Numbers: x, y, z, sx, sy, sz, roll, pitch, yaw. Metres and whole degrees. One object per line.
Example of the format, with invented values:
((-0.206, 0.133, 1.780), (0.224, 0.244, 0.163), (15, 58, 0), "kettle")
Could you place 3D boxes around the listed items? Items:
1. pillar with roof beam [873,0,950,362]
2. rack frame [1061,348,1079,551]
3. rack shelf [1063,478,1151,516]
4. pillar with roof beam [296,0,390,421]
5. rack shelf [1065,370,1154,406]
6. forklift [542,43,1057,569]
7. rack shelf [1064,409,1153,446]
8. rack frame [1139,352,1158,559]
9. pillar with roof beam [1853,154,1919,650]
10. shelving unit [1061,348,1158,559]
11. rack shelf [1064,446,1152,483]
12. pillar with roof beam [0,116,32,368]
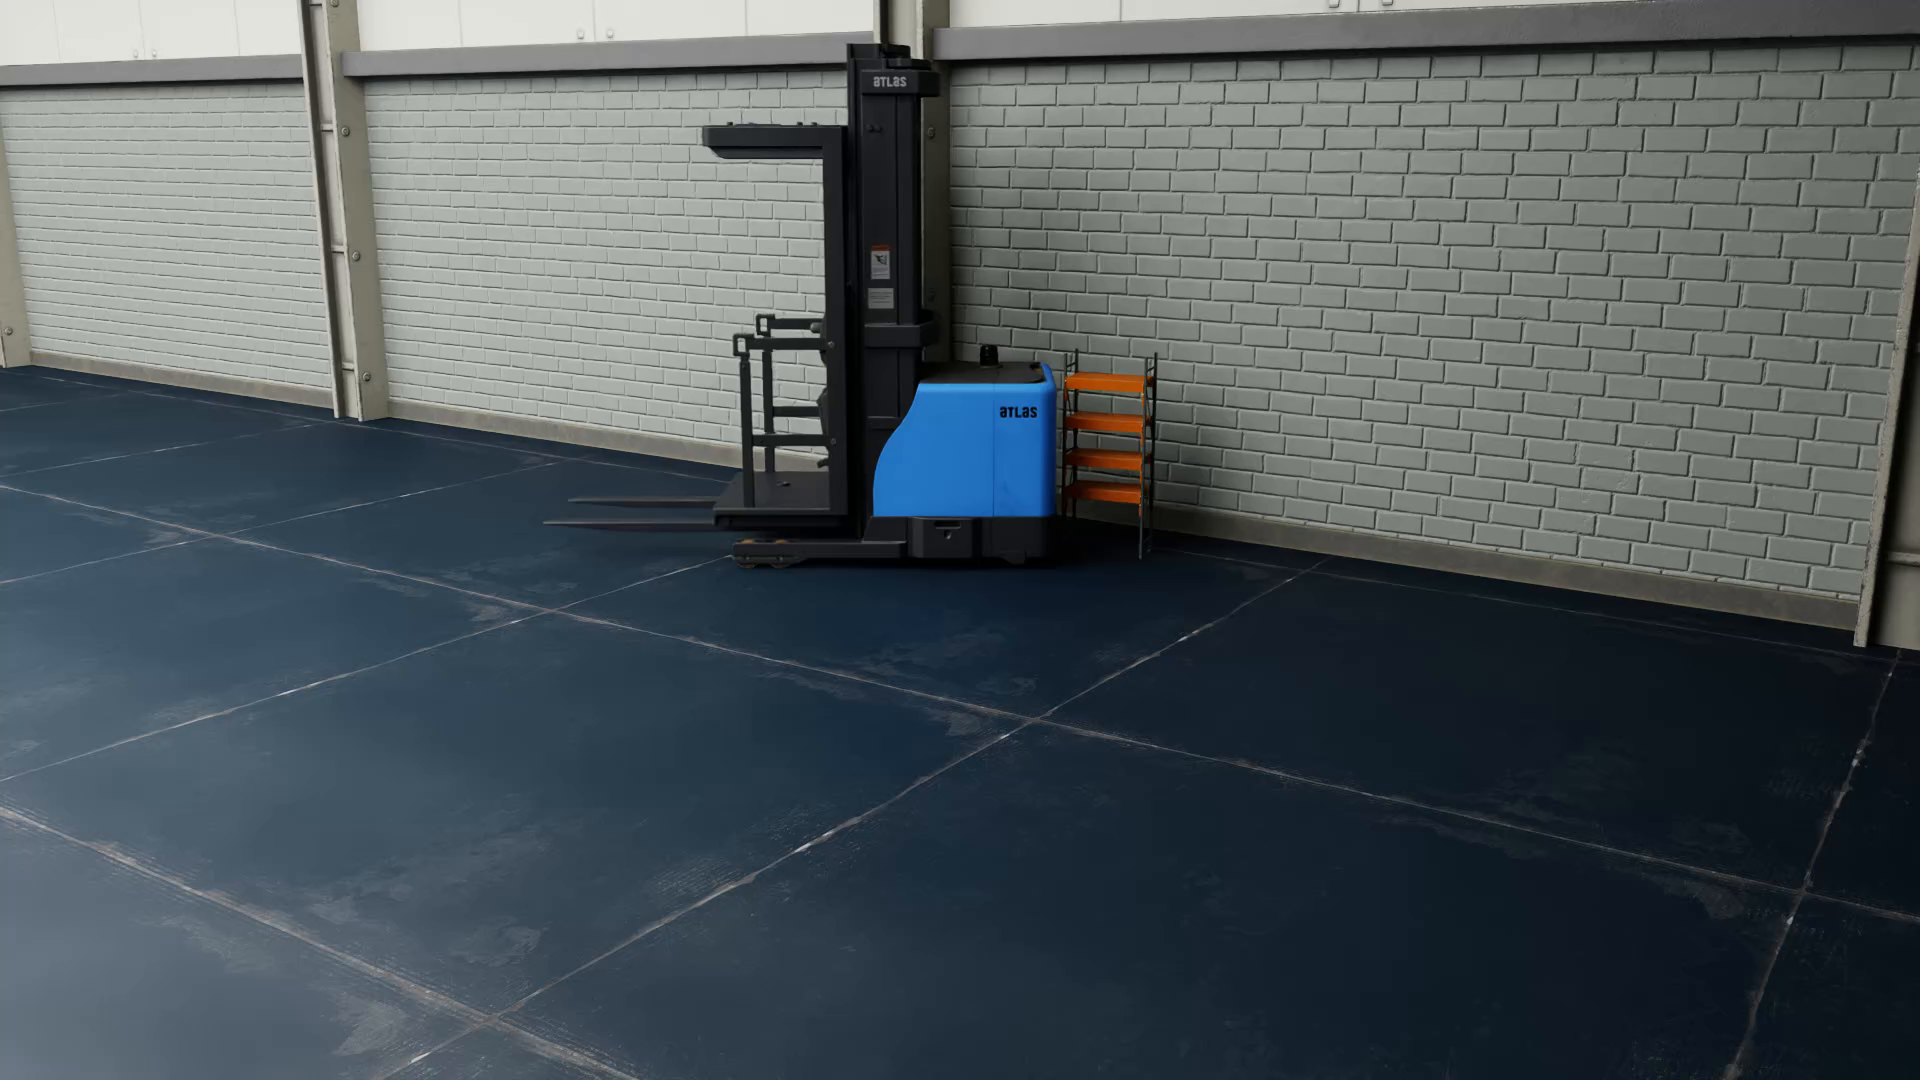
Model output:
((-2.715, -3.798, 6.937), (0.400, 9.000, 9.100), (9, 17, 33), "pillar with roof beam")
((0.660, -0.541, 10.011), (0.015, 1.200, 0.240), (5, 15, 21), "rack frame")
((0.887, -0.261, 9.988), (0.480, 0.148, 0.258), (5, 15, 21), "rack shelf")
((-7.694, -4.602, 10.188), (0.400, 9.000, 9.100), (9, 17, 33), "pillar with roof beam")
((0.887, -0.901, 9.829), (0.480, 0.148, 0.258), (5, 15, 21), "rack shelf")
((-0.946, -1.382, 9.807), (3.031, 2.935, 1.130), (0, 14, 1), "forklift")
((0.887, -0.671, 9.886), (0.480, 0.148, 0.258), (5, 15, 21), "rack shelf")
((1.114, -0.498, 9.837), (0.015, 1.200, 0.240), (5, 15, 21), "rack frame")
((2.263, -2.993, 3.687), (0.400, 9.000, 9.100), (9, 17, 33), "pillar with roof beam")
((0.887, -0.519, 9.924), (0.503, 1.200, 0.258), (5, 15, 21), "shelving unit")
((0.887, -0.454, 9.940), (0.480, 0.148, 0.258), (5, 15, 21), "rack shelf")
((-12.672, -5.407, 13.438), (0.400, 9.000, 9.100), (9, 17, 33), "pillar with roof beam")
